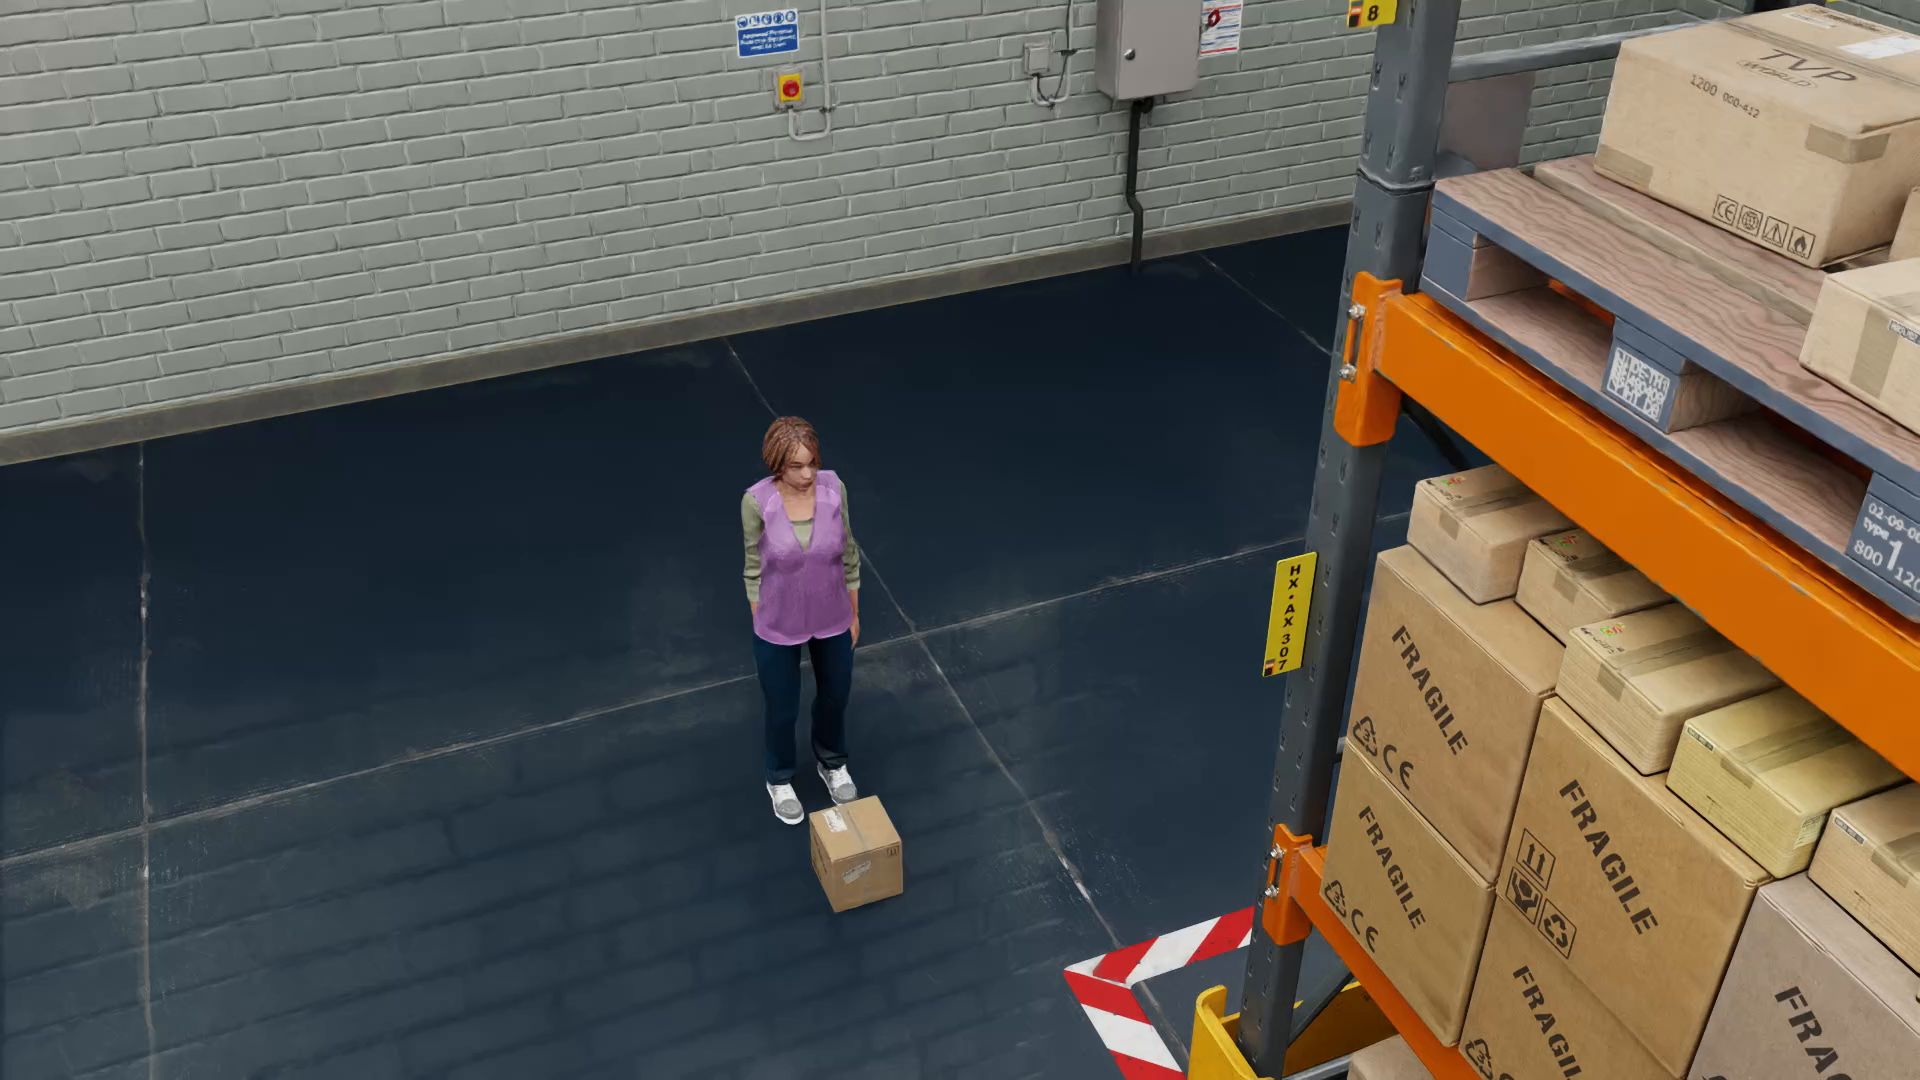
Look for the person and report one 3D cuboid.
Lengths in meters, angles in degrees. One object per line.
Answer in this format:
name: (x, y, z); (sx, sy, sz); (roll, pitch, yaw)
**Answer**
person: (-0.530, 0.286, 5.737); (0.405, 1.605, 0.312); (-12, 36, -18)
